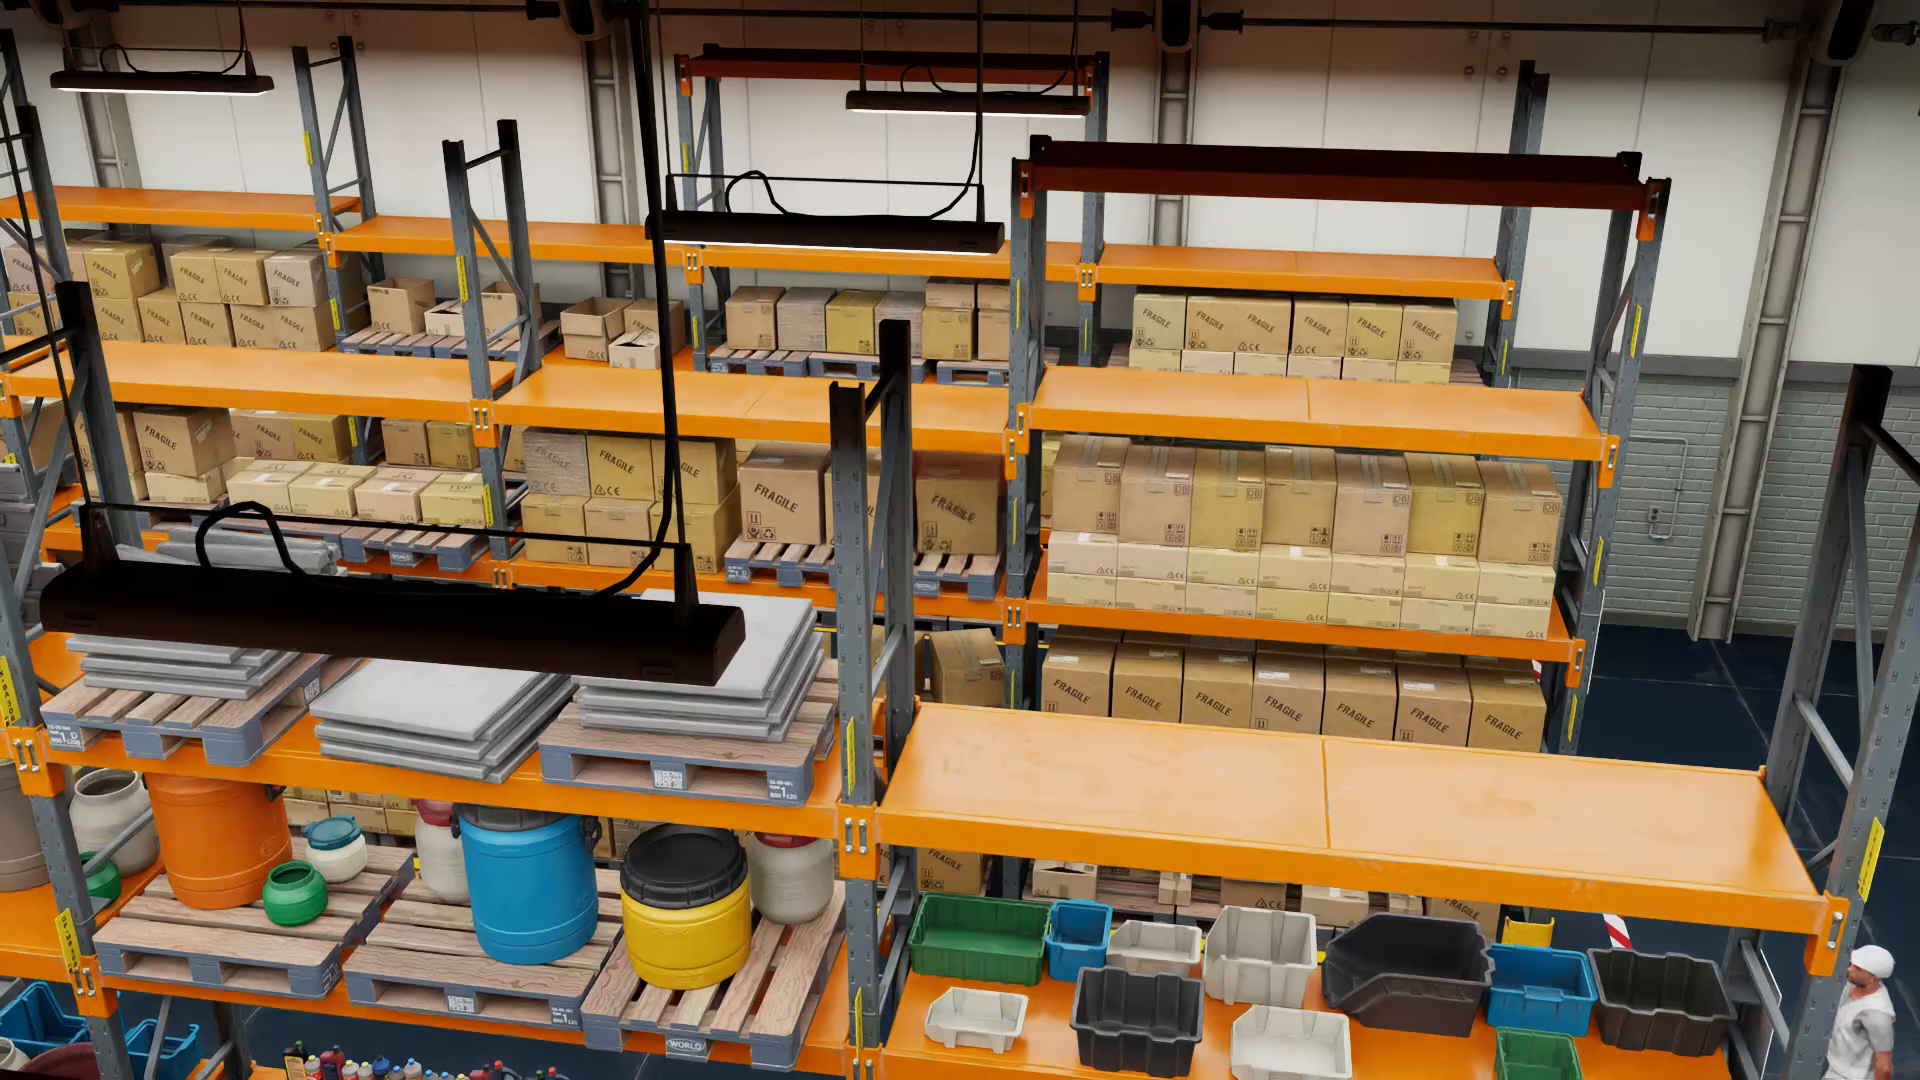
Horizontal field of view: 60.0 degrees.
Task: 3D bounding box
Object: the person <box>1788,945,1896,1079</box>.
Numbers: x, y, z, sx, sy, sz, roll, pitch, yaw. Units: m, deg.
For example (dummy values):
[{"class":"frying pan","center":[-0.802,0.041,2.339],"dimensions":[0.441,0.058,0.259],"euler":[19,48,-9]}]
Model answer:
[{"class":"person","center":[5.500,3.252,10.433],"dimensions":[1.067,1.726,0.601],"euler":[5,24,11]}]
